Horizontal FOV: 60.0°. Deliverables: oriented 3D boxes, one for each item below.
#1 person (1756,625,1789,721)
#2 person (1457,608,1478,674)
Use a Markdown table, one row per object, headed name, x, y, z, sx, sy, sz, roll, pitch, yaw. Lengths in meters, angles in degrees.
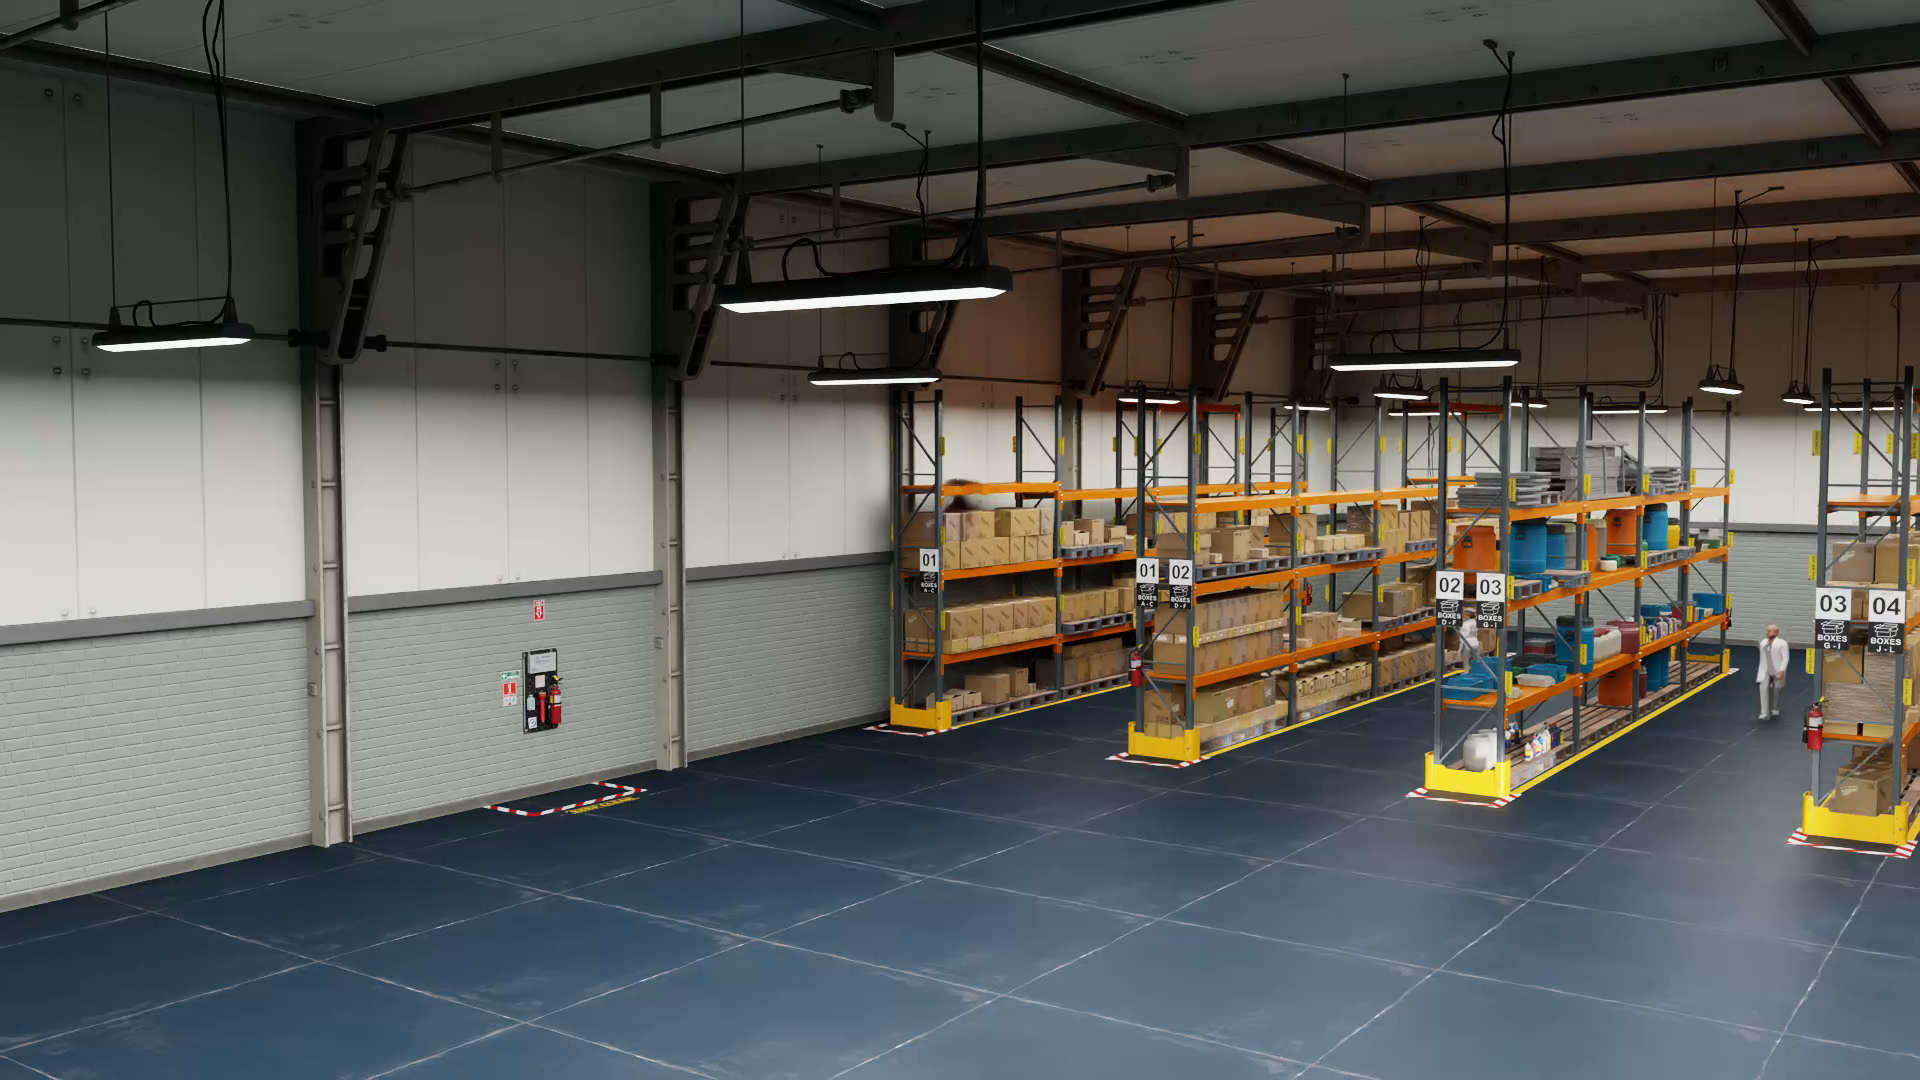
| name | x | y | z | sx | sy | sz | roll | pitch | yaw |
| --- | --- | --- | --- | --- | --- | --- | --- | --- | --- |
| person | 14.837 | 2.416 | 30.365 | 0.537 | 1.727 | 1.128 | 2 | 4 | 28 |
| person | 10.432 | 2.236 | 34.167 | 0.381 | 1.693 | 0.500 | 3 | 4 | 43 |
